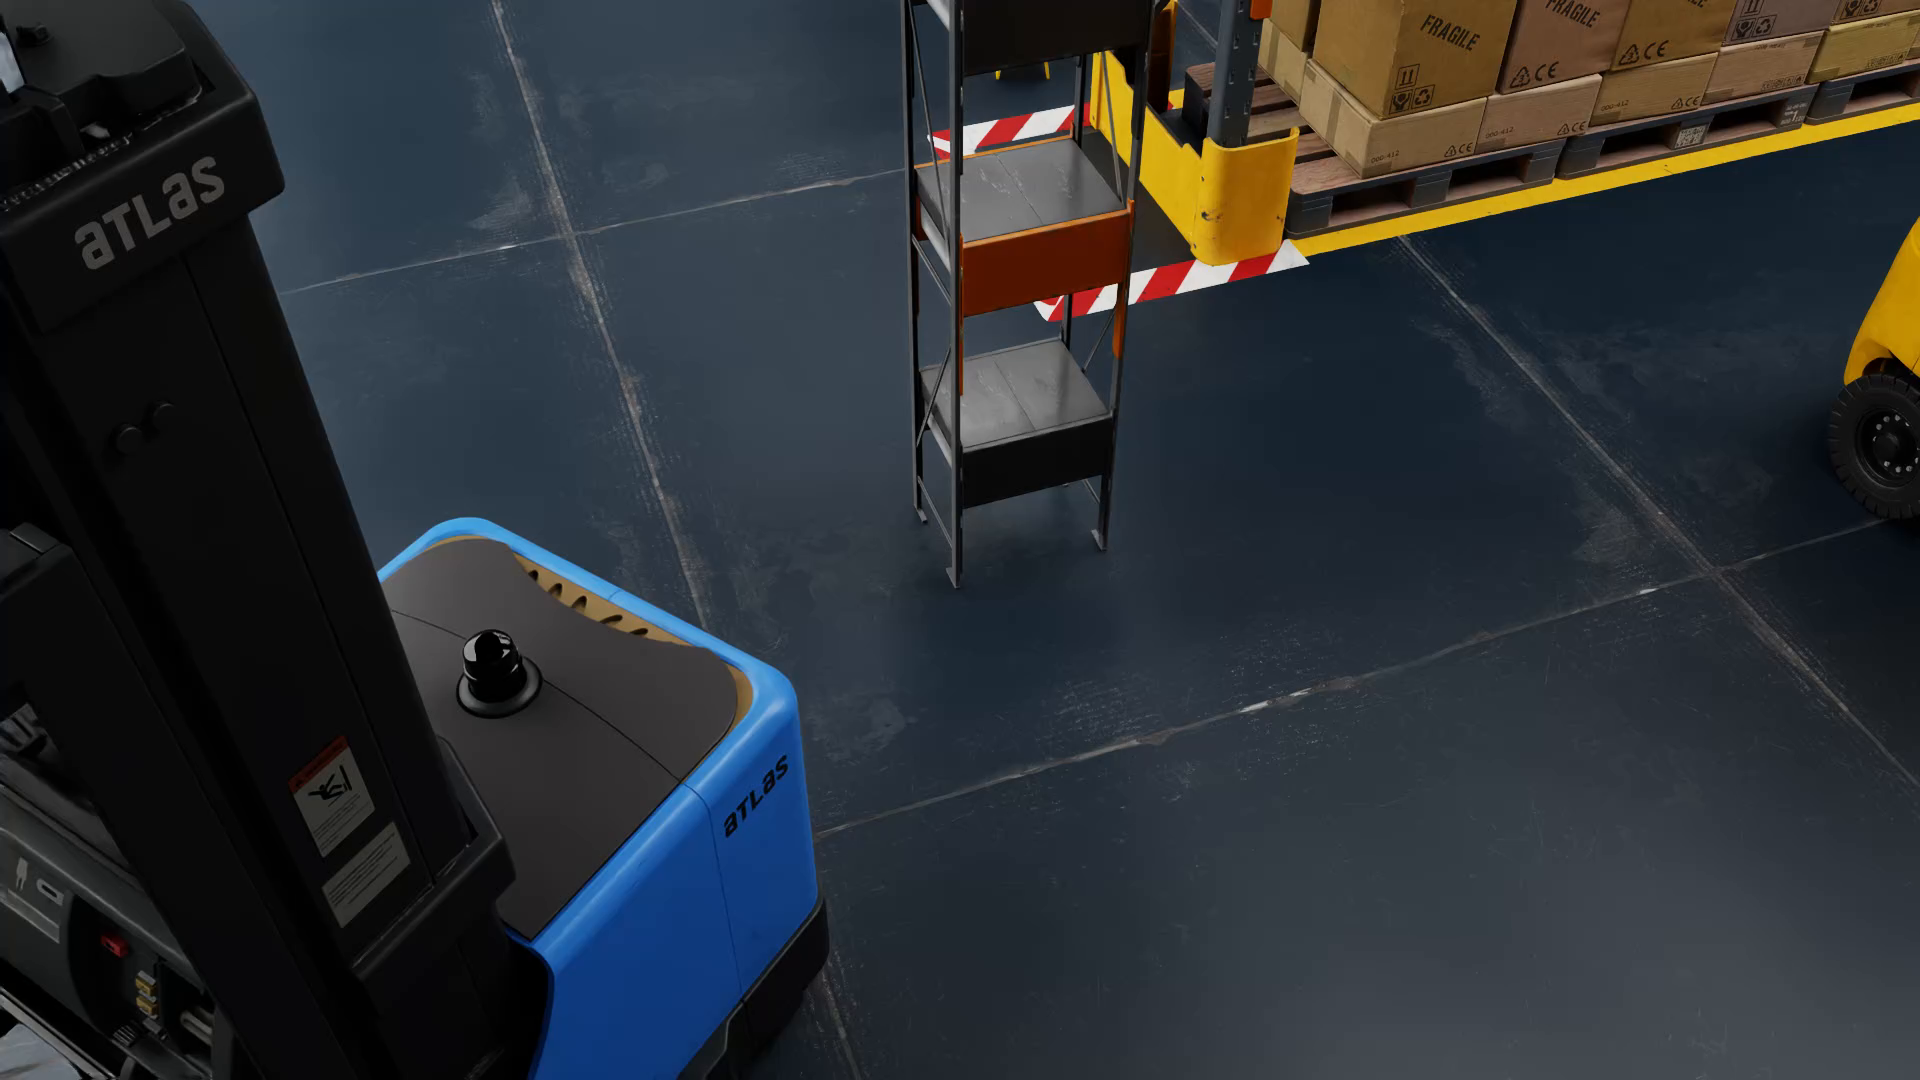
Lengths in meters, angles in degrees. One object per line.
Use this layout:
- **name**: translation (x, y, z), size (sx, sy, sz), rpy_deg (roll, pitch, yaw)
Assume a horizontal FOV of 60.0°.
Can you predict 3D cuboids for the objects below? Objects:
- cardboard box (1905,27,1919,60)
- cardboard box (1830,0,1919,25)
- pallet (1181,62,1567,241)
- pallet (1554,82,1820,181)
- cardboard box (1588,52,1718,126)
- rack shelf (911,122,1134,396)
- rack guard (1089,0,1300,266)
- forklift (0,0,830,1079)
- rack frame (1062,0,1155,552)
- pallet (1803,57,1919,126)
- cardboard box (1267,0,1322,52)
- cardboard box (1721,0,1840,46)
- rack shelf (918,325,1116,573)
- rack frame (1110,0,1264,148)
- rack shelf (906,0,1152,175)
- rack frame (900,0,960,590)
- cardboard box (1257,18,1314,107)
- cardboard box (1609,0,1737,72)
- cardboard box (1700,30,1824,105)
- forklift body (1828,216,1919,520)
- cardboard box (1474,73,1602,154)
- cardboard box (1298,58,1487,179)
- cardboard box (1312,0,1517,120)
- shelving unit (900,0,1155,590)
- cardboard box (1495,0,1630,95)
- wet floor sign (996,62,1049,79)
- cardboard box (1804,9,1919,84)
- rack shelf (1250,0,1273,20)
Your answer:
- **cardboard box**: translation (4.114, -2.312, 7.081), size (0.500, 0.250, 0.500), rpy_deg (-12, 46, -12)
- **cardboard box**: translation (3.636, -2.453, 6.693), size (0.500, 0.500, 0.500), rpy_deg (-14, 47, -13)
- **pallet**: translation (1.664, -1.699, 6.795), size (1.213, 0.211, 1.003), rpy_deg (-14, 47, -14)
- **pallet**: translation (2.810, -1.990, 7.085), size (1.213, 0.211, 1.003), rpy_deg (-14, 47, -14)
- **cardboard box**: translation (2.661, -1.938, 6.709), size (0.500, 0.250, 0.500), rpy_deg (-11, 46, -11)
- **rack shelf**: translation (0.156, -0.771, 4.556), size (0.480, 0.518, 0.431), rpy_deg (-14, 47, -14)
- **rack guard**: translation (0.888, -1.630, 6.521), size (0.348, 0.500, 1.175), rpy_deg (-14, 47, -14)
- **forklift**: translation (-1.543, 0.709, 2.474), size (1.130, 2.935, 3.031), rpy_deg (24, 50, 22)
- **rack frame**: translation (0.385, -0.840, 4.604), size (0.015, 2.100, 0.400), rpy_deg (-14, 47, -14)
- **pallet**: translation (3.959, -2.286, 7.380), size (1.213, 0.211, 1.003), rpy_deg (-14, 47, -14)
- **cardboard box**: translation (1.481, -2.302, 6.542), size (0.500, 0.500, 0.500), rpy_deg (-14, 47, -14)
- **cardboard box**: translation (3.156, -2.330, 6.570), size (0.500, 0.500, 0.500), rpy_deg (-12, 46, -12)
- **rack shelf**: translation (0.156, -0.277, 5.051), size (0.480, 0.518, 0.431), rpy_deg (-14, 47, -14)
- **rack frame**: translation (0.816, -2.494, 5.618), size (0.127, 3.000, 1.000), rpy_deg (-14, 47, -14)
- **rack shelf**: translation (0.156, -1.266, 4.060), size (0.480, 0.518, 0.431), rpy_deg (-14, 47, -14)
- **rack frame**: translation (-0.074, -0.722, 4.487), size (0.015, 2.100, 0.400), rpy_deg (-14, 47, -14)
- **cardboard box**: translation (1.508, -2.051, 6.821), size (0.500, 0.250, 0.500), rpy_deg (-15, 47, -14)
- **cardboard box**: translation (2.656, -2.196, 6.436), size (0.500, 0.500, 0.500), rpy_deg (-13, 47, -13)
- **cardboard box**: translation (3.137, -2.058, 6.828), size (0.500, 0.250, 0.500), rpy_deg (-14, 47, -13)
- **forklift body**: translation (3.669, -0.560, 4.289), size (1.214, 2.155, 2.313), rpy_deg (-14, 47, -14)
- **cardboard box**: translation (2.152, -1.799, 6.570), size (0.500, 0.250, 0.500), rpy_deg (-13, 46, -12)
- **cardboard box**: translation (1.669, -1.681, 6.452), size (0.500, 0.250, 0.500), rpy_deg (-15, 47, -14)
- **cardboard box**: translation (1.691, -1.952, 6.193), size (0.500, 0.500, 0.500), rpy_deg (-16, 47, -15)
- **shelving unit**: translation (0.156, -0.781, 4.546), size (0.503, 2.100, 0.431), rpy_deg (-14, 47, -14)
- **cardboard box**: translation (2.182, -2.081, 6.321), size (0.500, 0.500, 0.500), rpy_deg (-16, 47, -15)
- **wet floor sign**: translation (0.274, -2.330, 7.116), size (0.232, 0.644, 0.267), rpy_deg (0, 45, 0)
- **cardboard box**: translation (3.617, -2.177, 6.947), size (0.500, 0.250, 0.500), rpy_deg (-15, 47, -15)
- **rack shelf**: translation (2.698, -2.721, 6.352), size (4.000, 0.370, 1.077), rpy_deg (-14, 47, -14)
